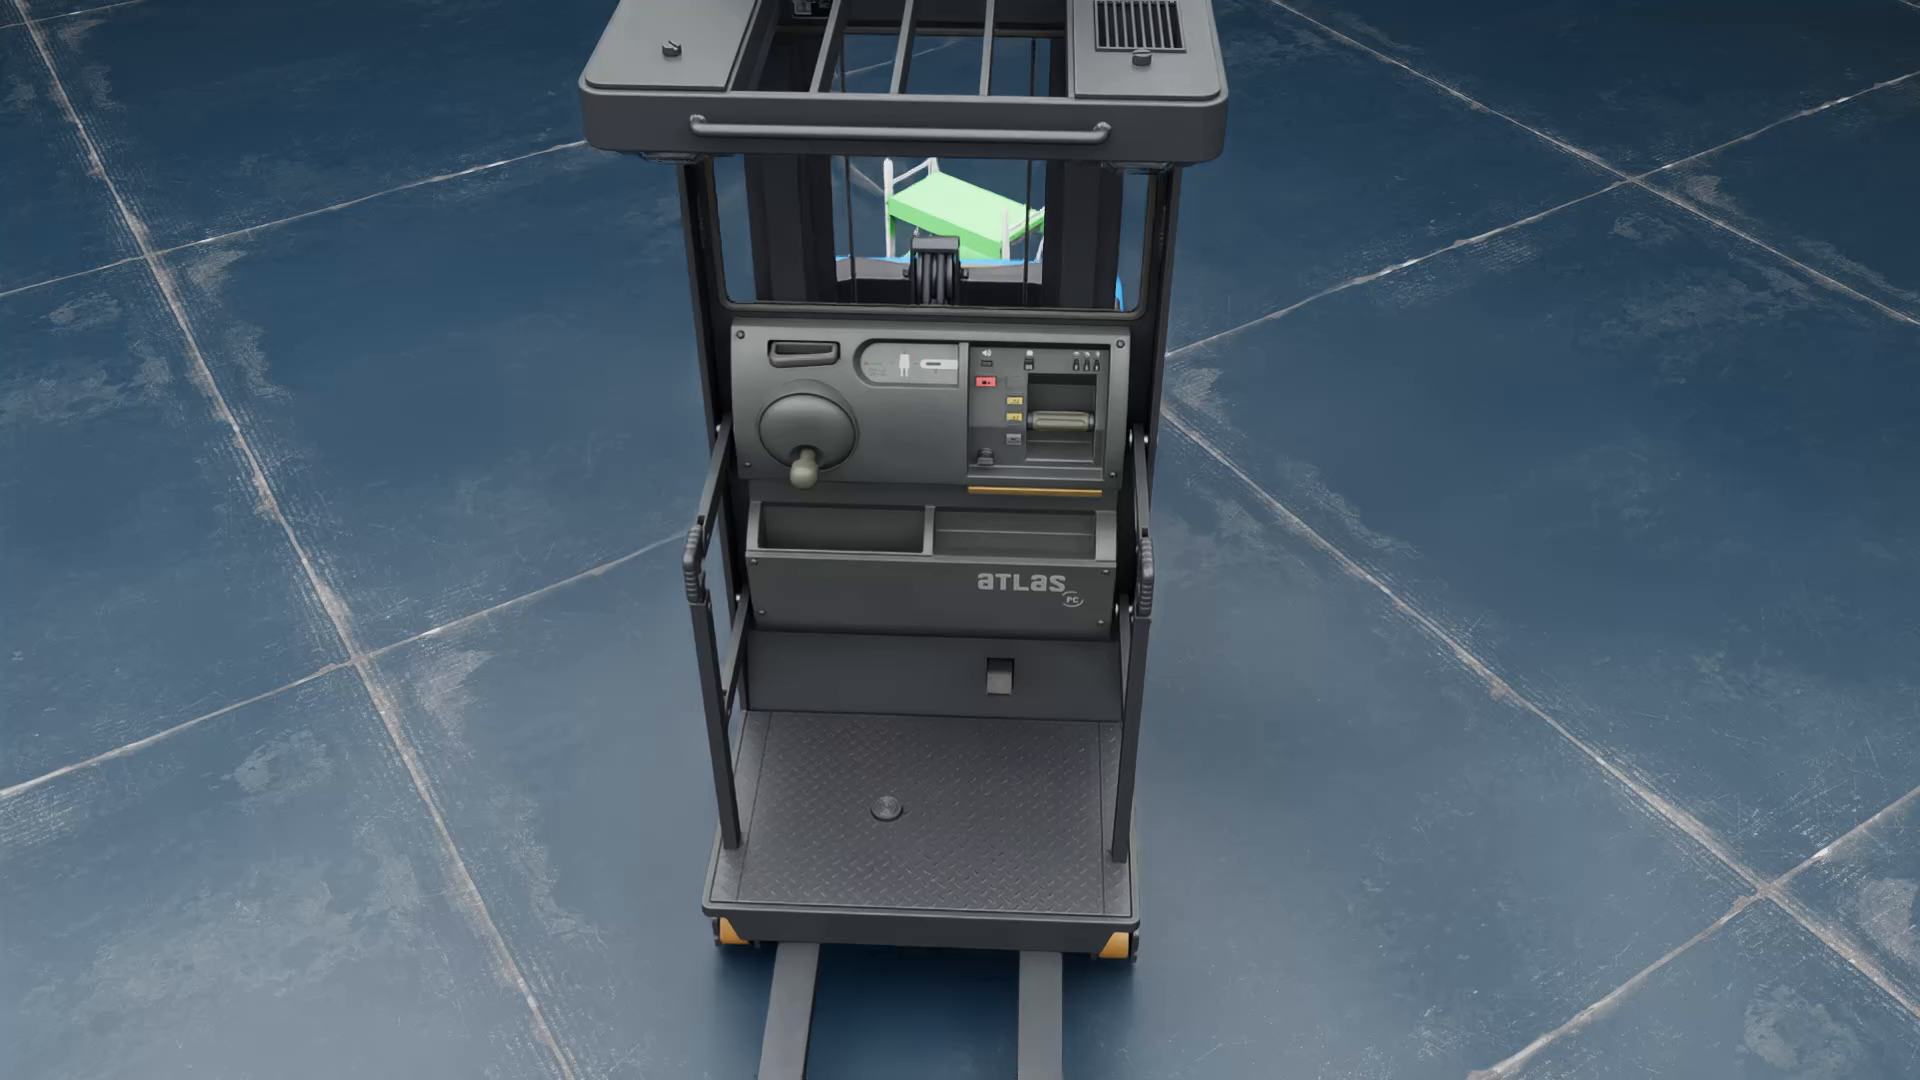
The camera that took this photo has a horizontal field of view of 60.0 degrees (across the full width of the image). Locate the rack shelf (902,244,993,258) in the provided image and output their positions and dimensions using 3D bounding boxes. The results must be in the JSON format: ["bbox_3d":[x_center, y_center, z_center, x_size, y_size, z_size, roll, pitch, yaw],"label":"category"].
[{"bbox_3d":[0.025,-0.847,5.554,0.480,0.148,0.258,28,47,30],"label":"rack shelf"}]

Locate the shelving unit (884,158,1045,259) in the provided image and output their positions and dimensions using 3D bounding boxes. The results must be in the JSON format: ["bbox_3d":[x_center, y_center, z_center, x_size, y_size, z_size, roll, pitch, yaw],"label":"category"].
[{"bbox_3d":[0.025,-0.711,5.666,0.503,1.200,0.258,28,47,30],"label":"shelving unit"}]

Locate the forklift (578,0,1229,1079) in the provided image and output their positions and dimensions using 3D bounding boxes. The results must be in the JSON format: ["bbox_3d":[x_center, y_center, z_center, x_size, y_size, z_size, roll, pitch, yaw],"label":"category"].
[{"bbox_3d":[-0.079,-0.233,3.740,1.130,2.935,3.031,2,40,2],"label":"forklift"}]

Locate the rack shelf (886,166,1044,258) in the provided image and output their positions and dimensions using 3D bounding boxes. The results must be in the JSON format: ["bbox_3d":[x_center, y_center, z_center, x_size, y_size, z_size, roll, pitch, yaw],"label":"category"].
[{"bbox_3d":[0.025,-1.031,5.400,0.480,0.148,0.258,28,47,30],"label":"rack shelf"}]

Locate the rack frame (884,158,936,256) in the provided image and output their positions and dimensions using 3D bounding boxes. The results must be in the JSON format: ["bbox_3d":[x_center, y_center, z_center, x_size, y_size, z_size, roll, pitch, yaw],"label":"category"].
[{"bbox_3d":[-0.162,-0.812,5.787,0.015,1.200,0.240,28,47,30],"label":"rack frame"}]

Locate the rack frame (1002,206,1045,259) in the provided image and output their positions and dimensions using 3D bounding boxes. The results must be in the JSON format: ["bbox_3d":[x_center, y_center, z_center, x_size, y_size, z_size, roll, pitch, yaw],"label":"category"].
[{"bbox_3d":[0.212,-0.611,5.546,0.015,1.200,0.240,28,47,30],"label":"rack frame"}]
